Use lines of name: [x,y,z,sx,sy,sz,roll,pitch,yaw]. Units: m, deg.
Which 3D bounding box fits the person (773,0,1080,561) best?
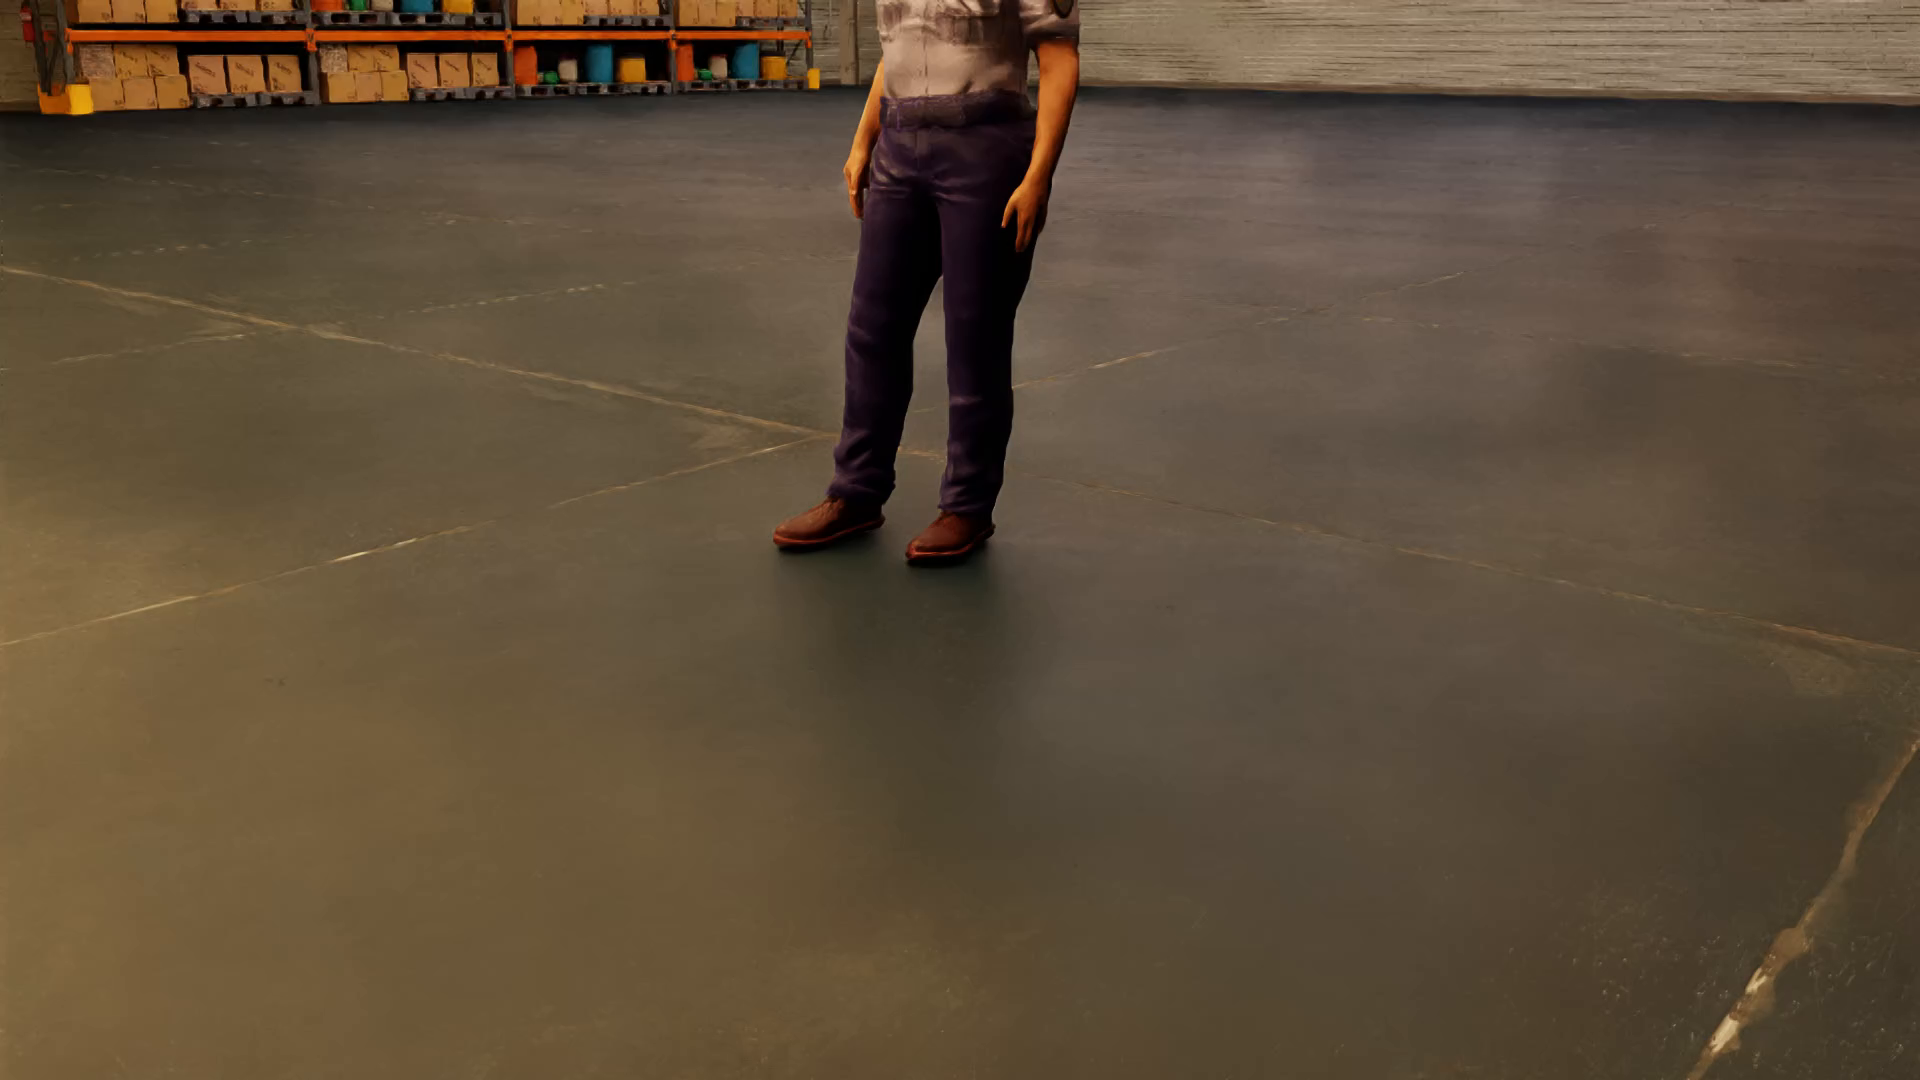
person: [-0.075,-0.774,3.650,0.599,1.640,0.502,13,21,37]
